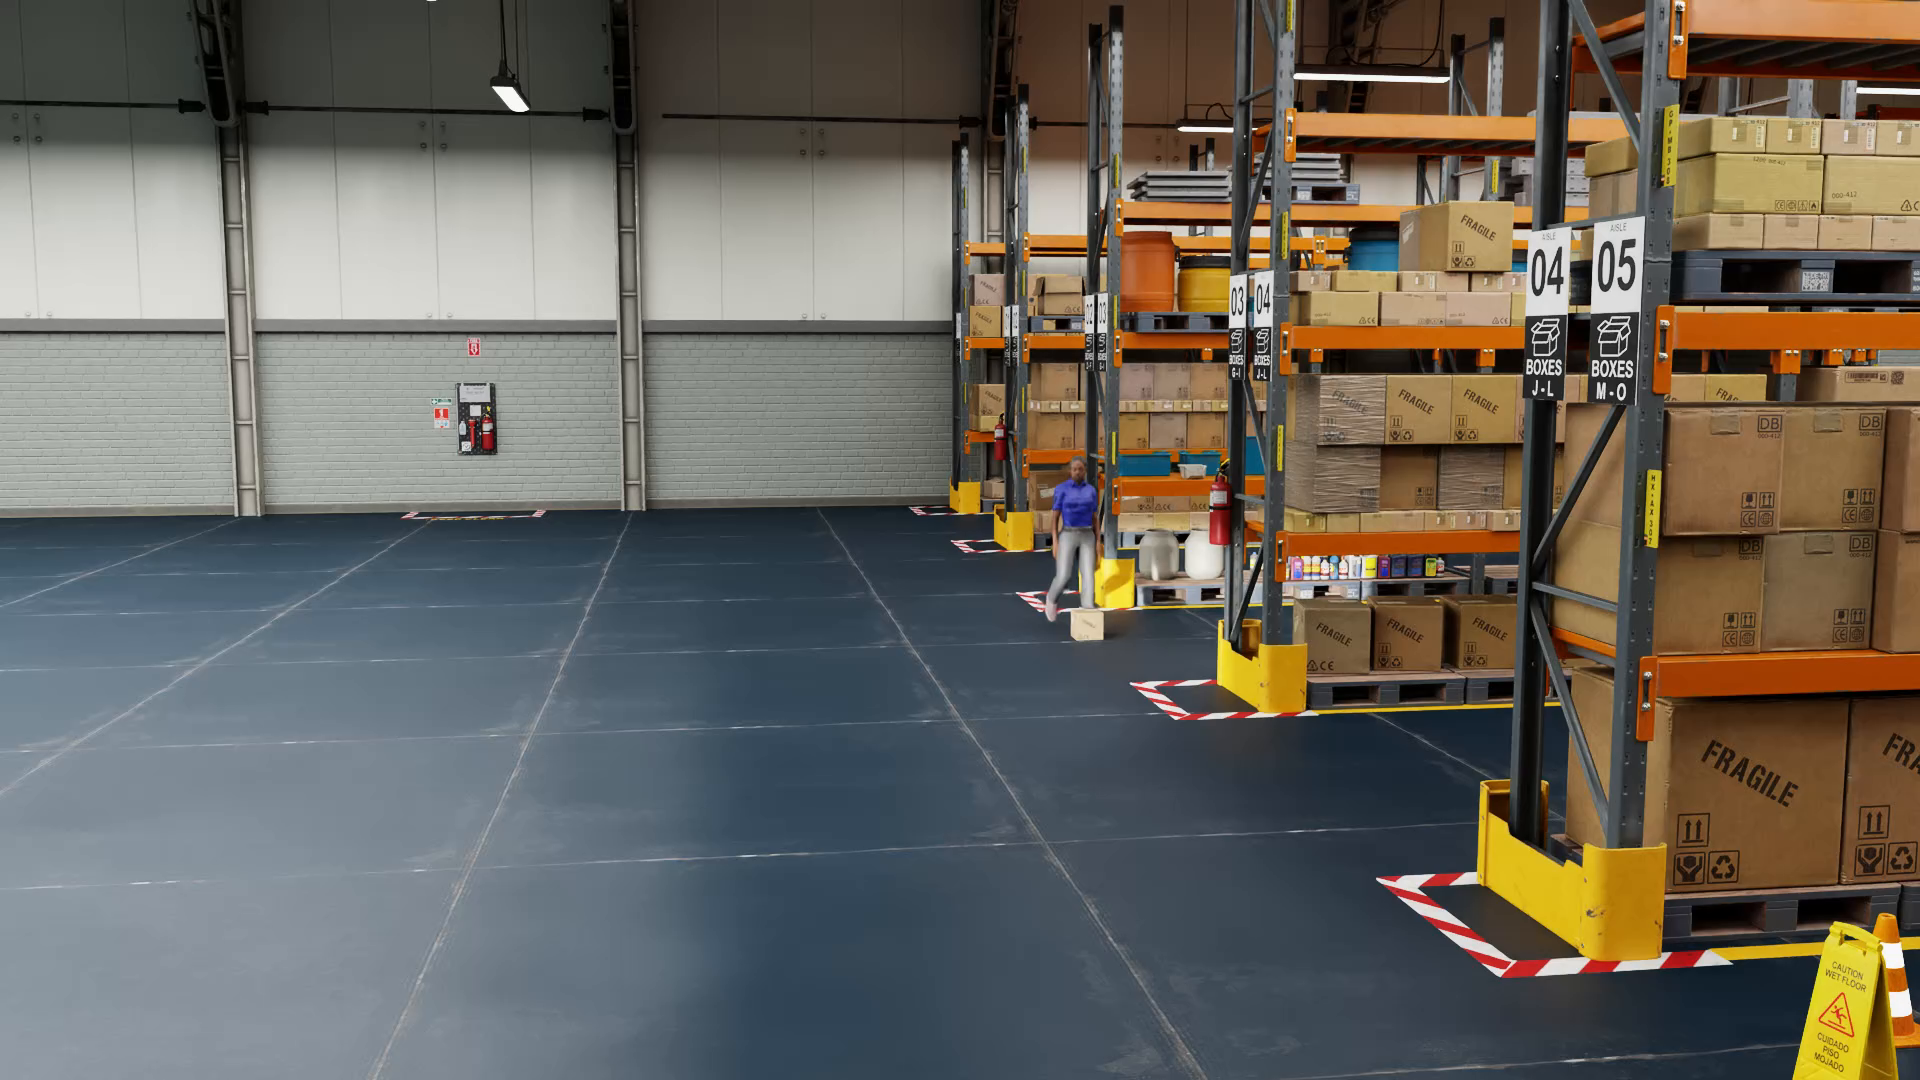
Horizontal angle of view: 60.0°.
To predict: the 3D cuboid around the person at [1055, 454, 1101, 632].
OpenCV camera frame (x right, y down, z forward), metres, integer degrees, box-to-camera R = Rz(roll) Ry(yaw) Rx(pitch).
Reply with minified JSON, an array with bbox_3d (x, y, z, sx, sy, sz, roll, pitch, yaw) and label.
[{"bbox_3d":[1.115,0.035,15.667,0.441,1.681,0.317,-1,7,-7],"label":"person"}]
